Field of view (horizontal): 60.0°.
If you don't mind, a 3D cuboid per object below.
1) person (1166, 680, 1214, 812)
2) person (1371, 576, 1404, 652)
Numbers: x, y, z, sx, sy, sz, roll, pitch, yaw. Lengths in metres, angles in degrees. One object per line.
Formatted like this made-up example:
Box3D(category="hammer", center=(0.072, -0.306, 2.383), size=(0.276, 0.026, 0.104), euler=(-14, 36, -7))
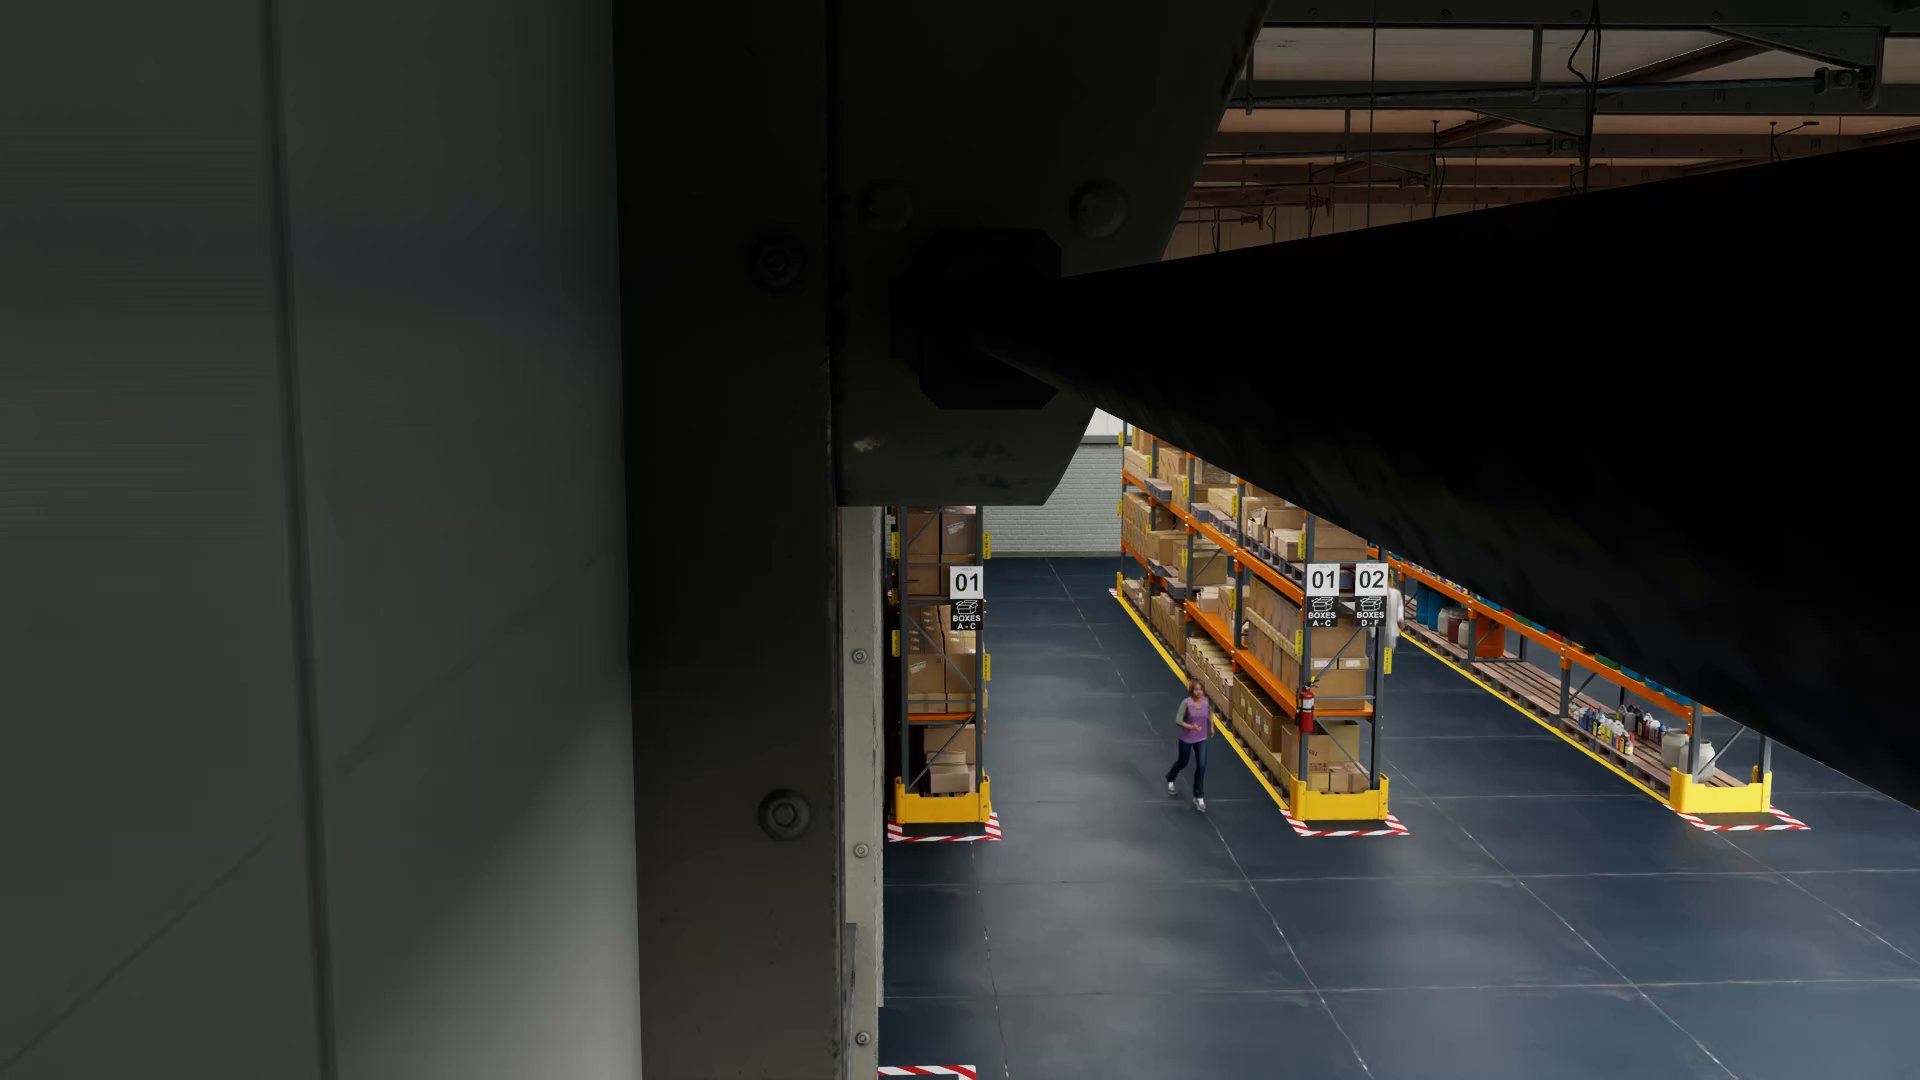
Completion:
Box3D(category="person", center=(2.983, 2.565, 21.238), size=(0.581, 1.616, 0.843), euler=(-2, 8, -14))
Box3D(category="person", center=(7.332, 1.426, 28.690), size=(0.699, 1.658, 0.602), euler=(0, 8, -3))
